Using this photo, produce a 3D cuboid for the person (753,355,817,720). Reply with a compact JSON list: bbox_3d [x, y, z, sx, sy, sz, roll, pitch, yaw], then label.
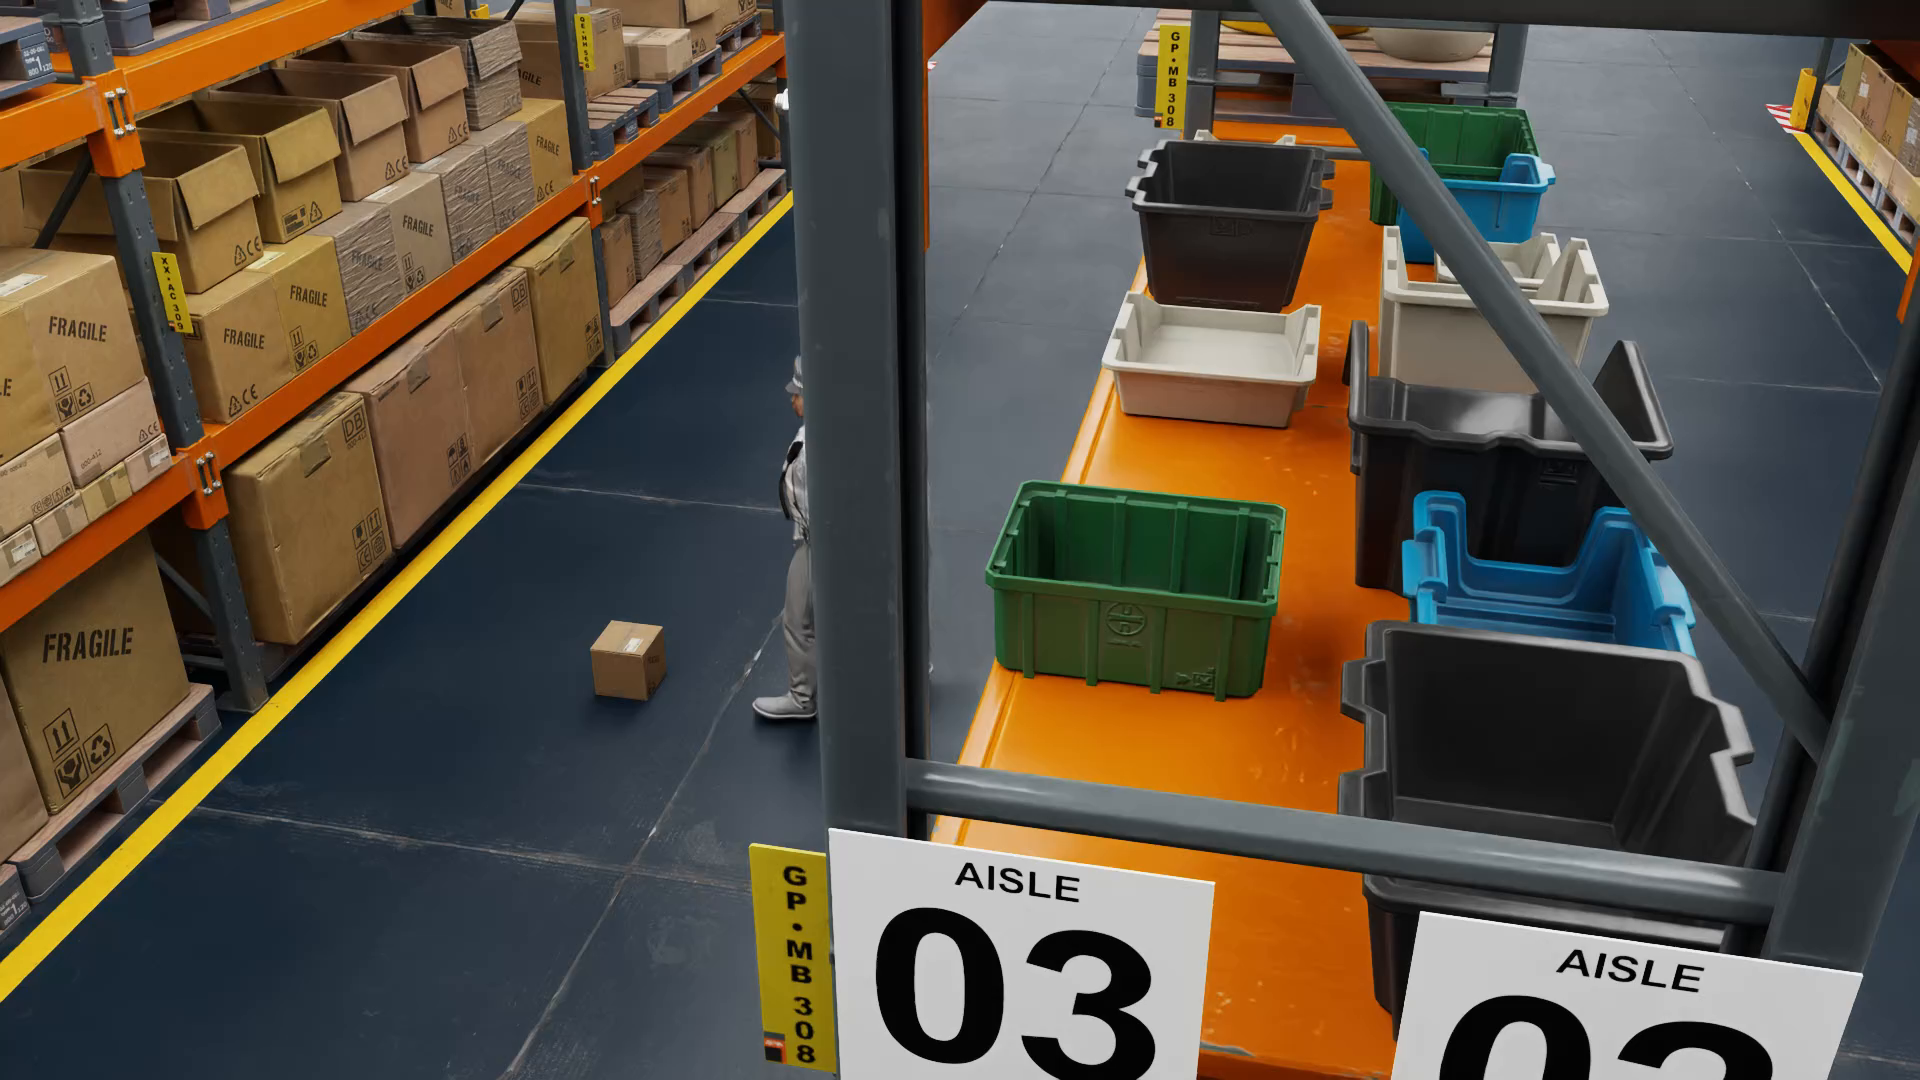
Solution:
[{"bbox_3d":[-0.531,-0.009,7.123,0.762,1.665,0.502,2,29,4],"label":"person"}]
